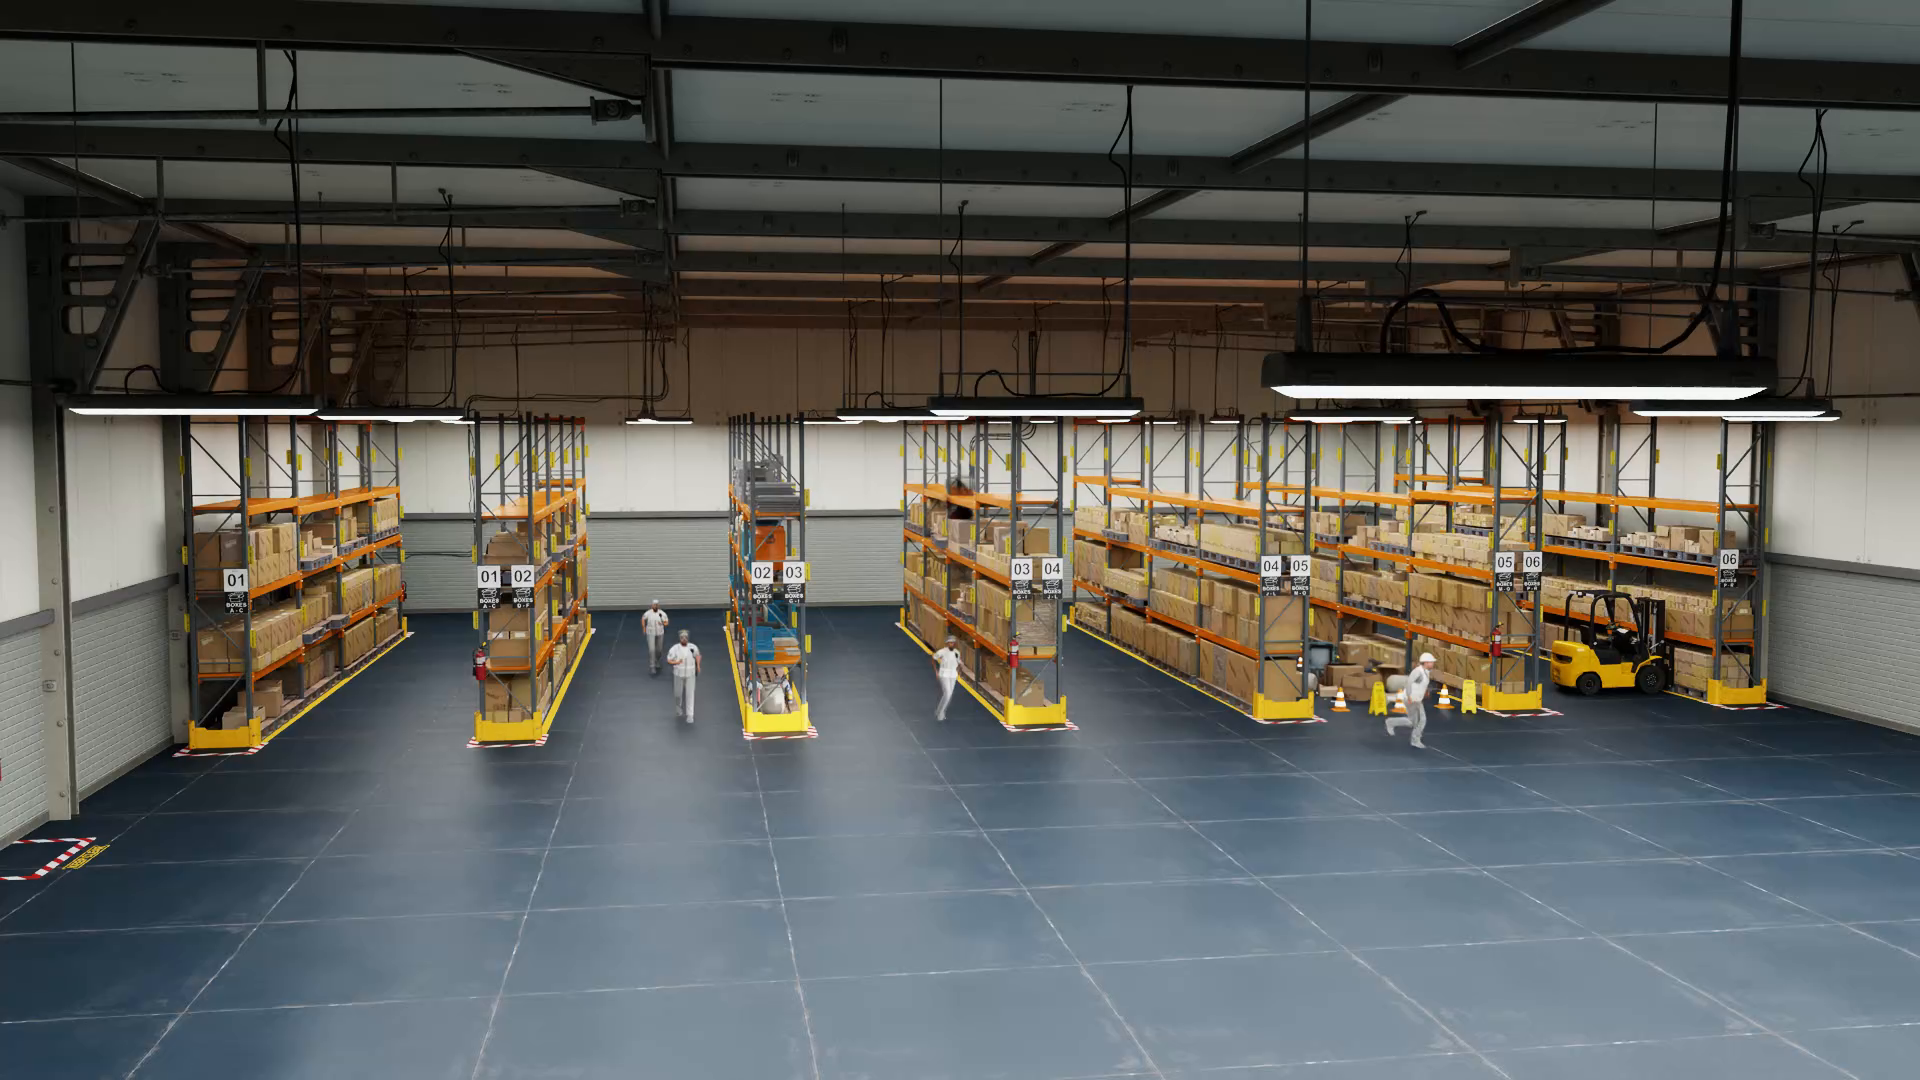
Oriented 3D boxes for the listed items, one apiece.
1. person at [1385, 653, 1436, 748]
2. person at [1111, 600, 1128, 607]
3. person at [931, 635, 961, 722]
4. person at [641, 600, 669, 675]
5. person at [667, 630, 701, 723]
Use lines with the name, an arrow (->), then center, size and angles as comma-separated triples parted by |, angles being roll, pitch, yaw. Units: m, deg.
person -> 8.095, 2.863, 29.850 | 0.889, 1.718, 0.658 | 2, 4, 26
person -> 4.676, 1.463, 49.488 | 0.717, 1.757, 0.986 | -3, 5, -41
person -> -0.231, 2.700, 32.464 | 0.551, 1.691, 0.672 | -2, 4, -28
person -> -7.113, 2.239, 38.855 | 0.594, 1.696, 0.878 | -1, 4, -18
person -> -5.361, 2.620, 32.365 | 0.667, 1.754, 0.983 | -1, 4, -14
